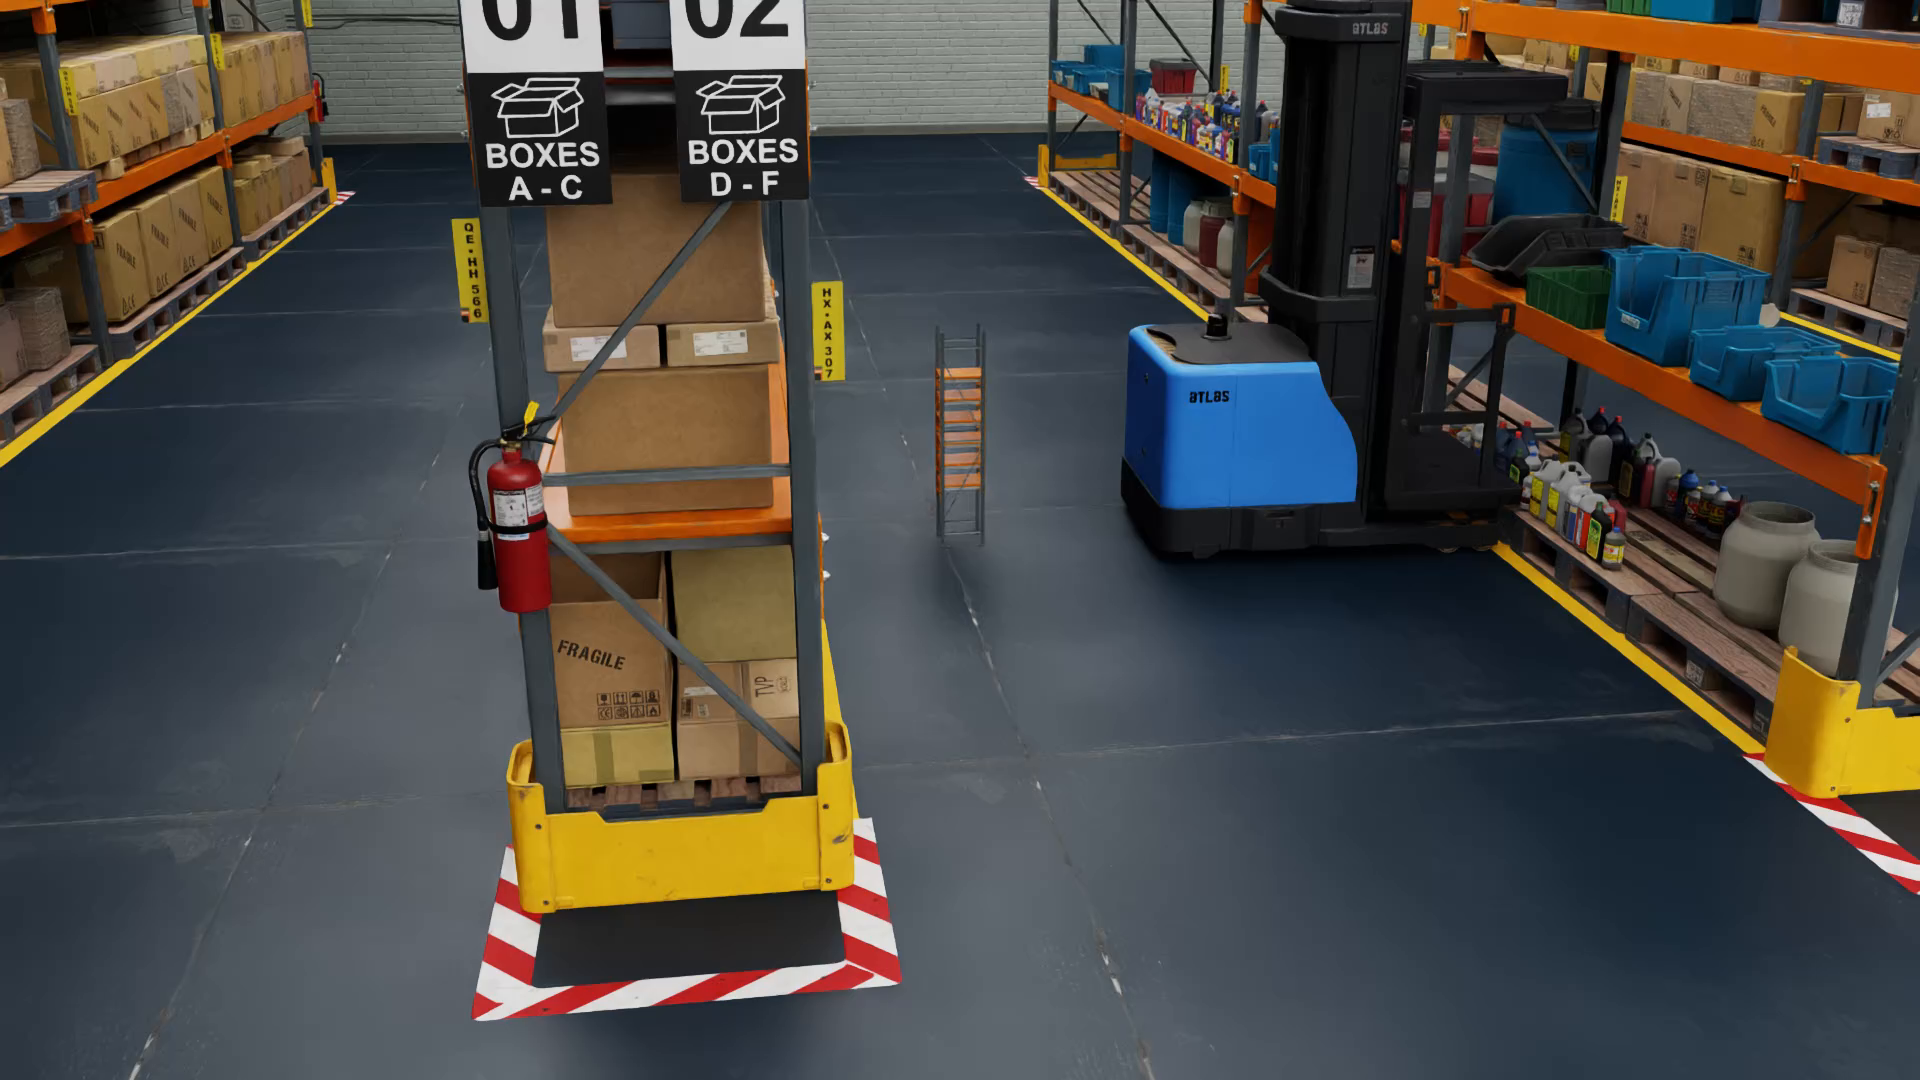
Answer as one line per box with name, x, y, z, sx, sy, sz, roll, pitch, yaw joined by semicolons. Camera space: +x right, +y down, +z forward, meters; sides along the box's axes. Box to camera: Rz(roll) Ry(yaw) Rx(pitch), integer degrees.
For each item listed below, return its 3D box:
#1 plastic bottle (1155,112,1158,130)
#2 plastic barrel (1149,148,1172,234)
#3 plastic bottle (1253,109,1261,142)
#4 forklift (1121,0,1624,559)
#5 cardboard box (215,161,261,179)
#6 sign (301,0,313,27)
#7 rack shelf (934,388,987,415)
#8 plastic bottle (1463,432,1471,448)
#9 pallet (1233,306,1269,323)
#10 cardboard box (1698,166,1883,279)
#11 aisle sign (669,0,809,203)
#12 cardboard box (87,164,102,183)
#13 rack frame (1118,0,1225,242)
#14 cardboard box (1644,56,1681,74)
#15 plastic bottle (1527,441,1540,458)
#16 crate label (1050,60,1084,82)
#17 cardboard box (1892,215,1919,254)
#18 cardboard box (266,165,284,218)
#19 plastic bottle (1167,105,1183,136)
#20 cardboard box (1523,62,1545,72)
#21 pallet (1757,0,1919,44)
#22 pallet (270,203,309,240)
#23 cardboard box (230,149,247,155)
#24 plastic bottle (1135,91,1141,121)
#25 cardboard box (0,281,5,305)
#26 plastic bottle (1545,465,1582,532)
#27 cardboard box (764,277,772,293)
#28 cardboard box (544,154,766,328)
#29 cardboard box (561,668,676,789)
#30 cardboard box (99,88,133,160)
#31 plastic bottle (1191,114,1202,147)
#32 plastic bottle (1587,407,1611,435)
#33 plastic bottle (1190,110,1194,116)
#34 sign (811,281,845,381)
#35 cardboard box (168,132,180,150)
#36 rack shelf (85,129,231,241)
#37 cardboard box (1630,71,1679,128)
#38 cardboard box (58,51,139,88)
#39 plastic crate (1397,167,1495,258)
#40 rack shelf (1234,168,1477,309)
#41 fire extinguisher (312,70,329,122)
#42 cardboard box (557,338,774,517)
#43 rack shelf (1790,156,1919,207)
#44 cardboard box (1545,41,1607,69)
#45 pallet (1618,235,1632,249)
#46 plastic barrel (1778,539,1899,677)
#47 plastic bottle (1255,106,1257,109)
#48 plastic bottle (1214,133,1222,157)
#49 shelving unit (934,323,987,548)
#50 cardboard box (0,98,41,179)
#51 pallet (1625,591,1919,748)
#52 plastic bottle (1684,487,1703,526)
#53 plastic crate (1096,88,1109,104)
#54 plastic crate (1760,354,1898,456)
plastic bottle;1.956;-4.102;16.196;0.097;0.201;0.097;0;20;0
plastic barrel;2.258;-3.635;17.060;0.600;0.901;0.708;-3;21;-8
plastic bottle;2.680;-3.850;15.307;0.144;0.351;0.185;-3;21;-8
forklift;2.495;-1.484;9.001;3.031;2.935;1.130;-3;21;-7
cardboard box;-7.482;-3.832;17.235;0.380;0.149;0.250;-2;21;-6
sign;-7.645;-6.172;19.460;0.100;0.325;0.005;-3;21;-8
rack shelf;0.002;-0.740;8.924;0.258;0.103;0.180;-3;21;-8
plastic bottle;2.991;-0.533;9.727;0.097;0.201;0.097;0;20;0
pallet;2.846;-1.649;13.330;1.003;0.211;1.213;-3;21;-8
cardboard box;7.595;-2.917;15.175;1.225;0.875;0.875;-4;21;-10
aisle sign;-0.664;-1.418;5.009;0.394;0.787;0.004;-3;21;-8
cardboard box;-6.877;-2.831;12.839;0.380;0.149;0.250;-3;21;-7
rack frame;2.196;-4.610;17.273;1.000;3.000;0.127;-3;21;-8
cardboard box;7.285;-4.918;16.520;0.797;0.503;0.637;-3;21;-7
plastic bottle;3.196;-0.424;9.335;0.097;0.271;0.097;0;20;0
crate label;1.329;-5.843;20.727;0.416;0.233;0.303;-3;21;-8
cardboard box;7.887;-2.448;13.356;0.500;0.250;0.500;-1;20;-2
cardboard box;-7.755;-3.753;17.948;0.700;0.500;0.500;-2;21;-6
plastic bottle;2.053;-3.972;15.741;0.152;0.276;0.135;-3;21;-8
cardboard box;6.697;-5.248;18.769;0.500;0.250;0.500;-2;21;-6
pallet;3.904;-2.064;6.437;1.003;0.211;1.213;-3;21;-8
pallet;-7.819;-3.495;18.272;1.003;0.211;1.213;-3;21;-8
cardboard box;-8.015;-4.182;18.172;0.380;0.149;0.250;-3;21;-7
plastic bottle;1.827;-4.407;16.896;0.061;0.283;0.133;-3;21;-8
cardboard box;-6.855;-1.665;11.259;0.500;0.250;0.500;-3;21;-7
plastic bottle;3.170;-0.228;8.698;0.144;0.351;0.185;-2;21;-6
cardboard box;-0.895;-0.882;6.221;0.380;0.149;0.250;-3;21;-8
cardboard box;-1.038;-1.042;5.723;0.700;0.500;0.500;-3;21;-8
cardboard box;-1.346;0.713;6.348;0.500;0.250;0.500;-3;21;-8
cardboard box;-6.914;-3.284;13.126;0.500;0.500;0.500;-2;21;-6
plastic bottle;2.128;-3.685;14.962;0.061;0.283;0.133;-3;21;-8
plastic bottle;3.727;-0.597;9.685;0.144;0.351;0.185;-3;21;-9
plastic bottle;2.142;-3.798;15.266;0.061;0.283;0.133;-3;21;-8
sign;-0.426;-0.676;5.388;0.100;0.325;0.005;-3;21;-8
cardboard box;-7.160;-3.545;14.751;0.380;0.149;0.250;-3;21;-8
rack shelf;-7.319;-3.081;14.207;1.077;0.370;4.000;-3;21;-8
cardboard box;7.061;-4.388;16.534;0.500;0.500;0.500;-3;21;-9
cardboard box;-6.995;-3.802;13.440;0.500;0.250;0.500;-3;21;-7
plastic crate;2.977;-2.023;10.253;0.402;0.464;0.583;-3;21;-8
rack shelf;3.061;-2.196;11.837;1.077;0.370;4.000;-3;21;-8
fire extinguisher;-7.749;-5.360;19.924;0.296;0.674;0.183;-3;21;-8
cardboard box;-1.031;-0.416;5.901;0.700;0.500;0.500;-3;21;-8
rack shelf;7.962;-2.446;12.506;1.077;0.370;4.000;-3;21;-8
cardboard box;6.767;-5.426;18.175;0.500;0.500;0.500;-2;21;-6
pallet;7.283;-3.291;17.725;1.003;0.211;1.213;-3;21;-8
plastic barrel;3.756;0.289;7.111;0.421;0.512;0.421;0;20;0
plastic bottle;2.751;-4.004;15.827;0.152;0.276;0.135;-3;21;-8
plastic bottle;2.246;-3.405;14.331;0.097;0.201;0.097;0;20;0
shelving unit;0.002;-0.557;8.993;0.258;1.200;0.189;-3;21;-8
cardboard box;-6.953;-2.817;11.698;0.700;0.500;0.500;-5;21;-14
pallet;3.757;0.545;7.455;1.003;0.211;1.213;-3;21;-8
plastic bottle;3.895;-0.182;8.787;0.097;0.201;0.097;0;20;0
plastic crate;1.769;-4.884;18.312;0.437;0.125;0.590;-3;21;-8
plastic crate;3.558;-0.544;6.599;0.499;0.251;0.616;-3;21;-8
